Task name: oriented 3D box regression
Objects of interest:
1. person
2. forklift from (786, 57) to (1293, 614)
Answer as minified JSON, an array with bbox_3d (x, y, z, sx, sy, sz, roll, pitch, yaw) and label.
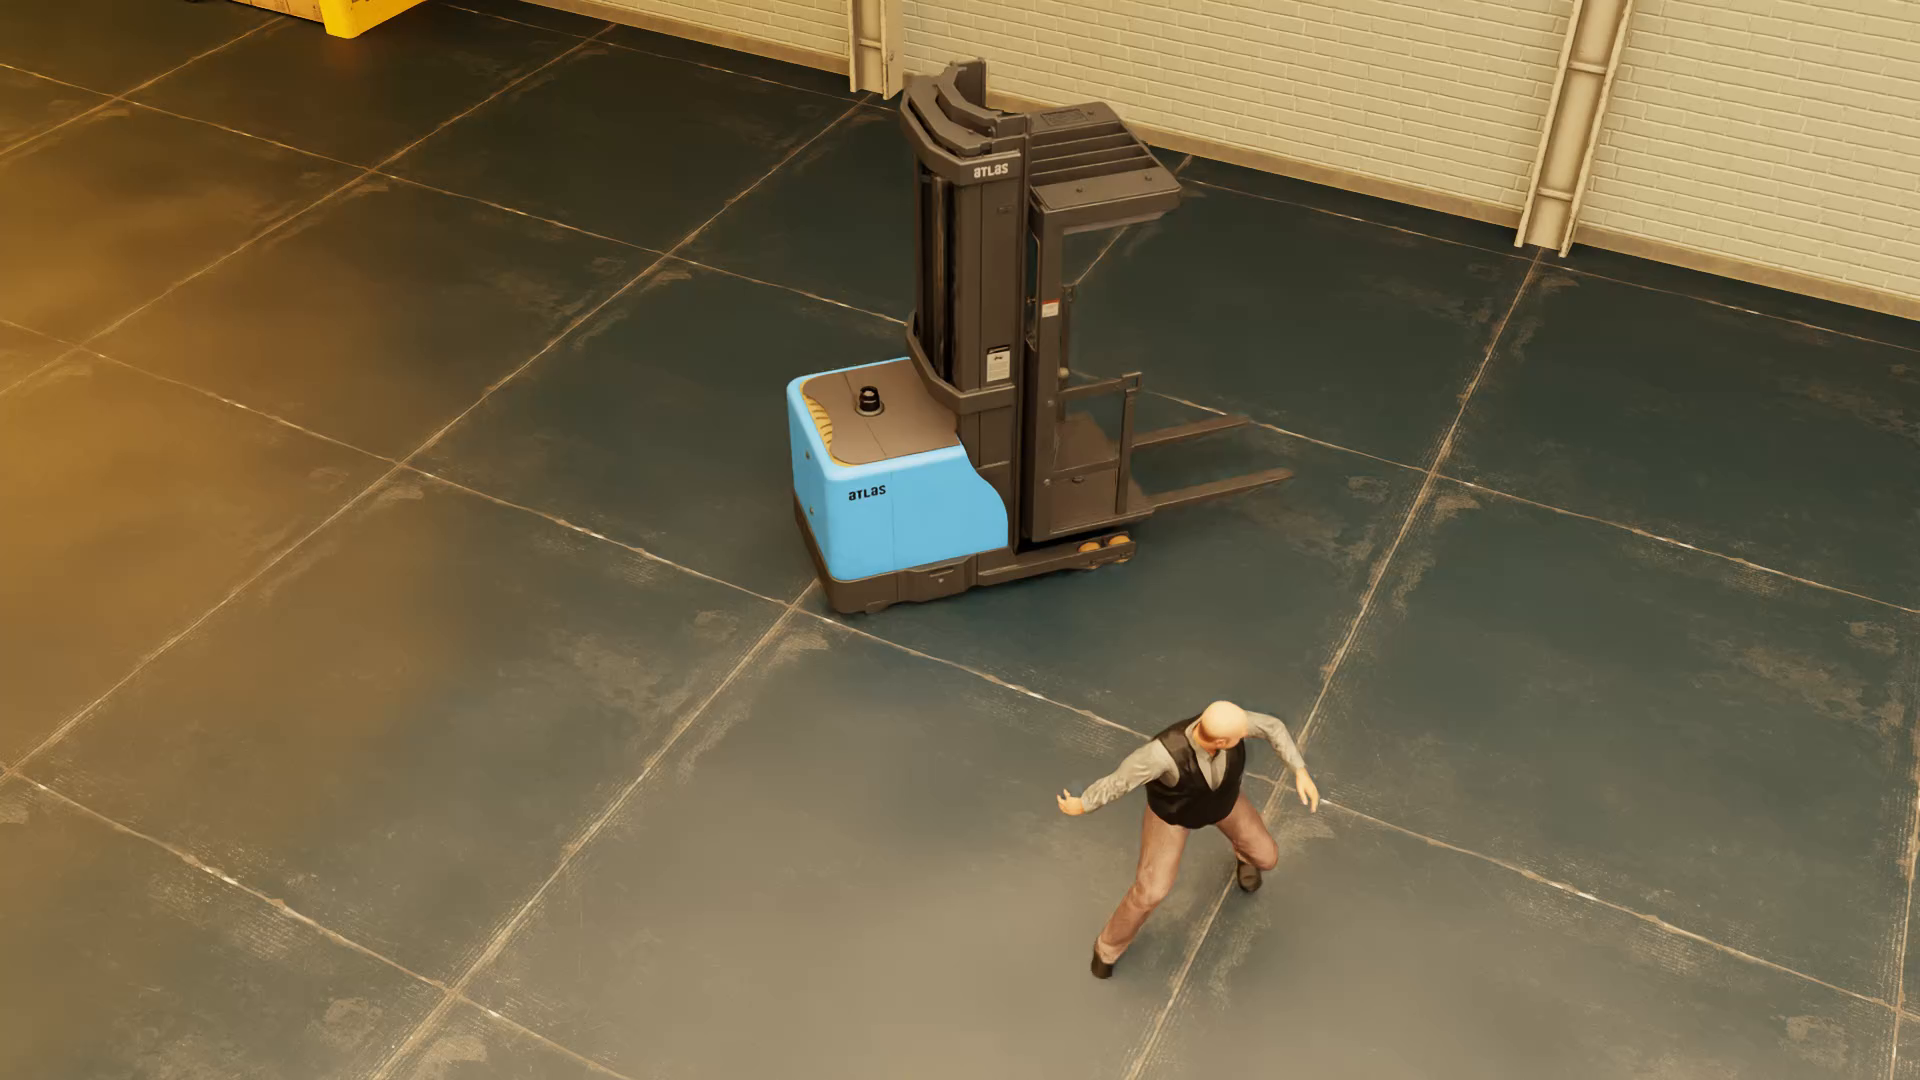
[{"bbox_3d":[1.030,1.285,7.606,1.079,1.670,0.552,-12,42,-14],"label":"person"},{"bbox_3d":[0.545,-1.254,9.475,3.031,2.935,1.130,-12,42,-14],"label":"forklift"}]
